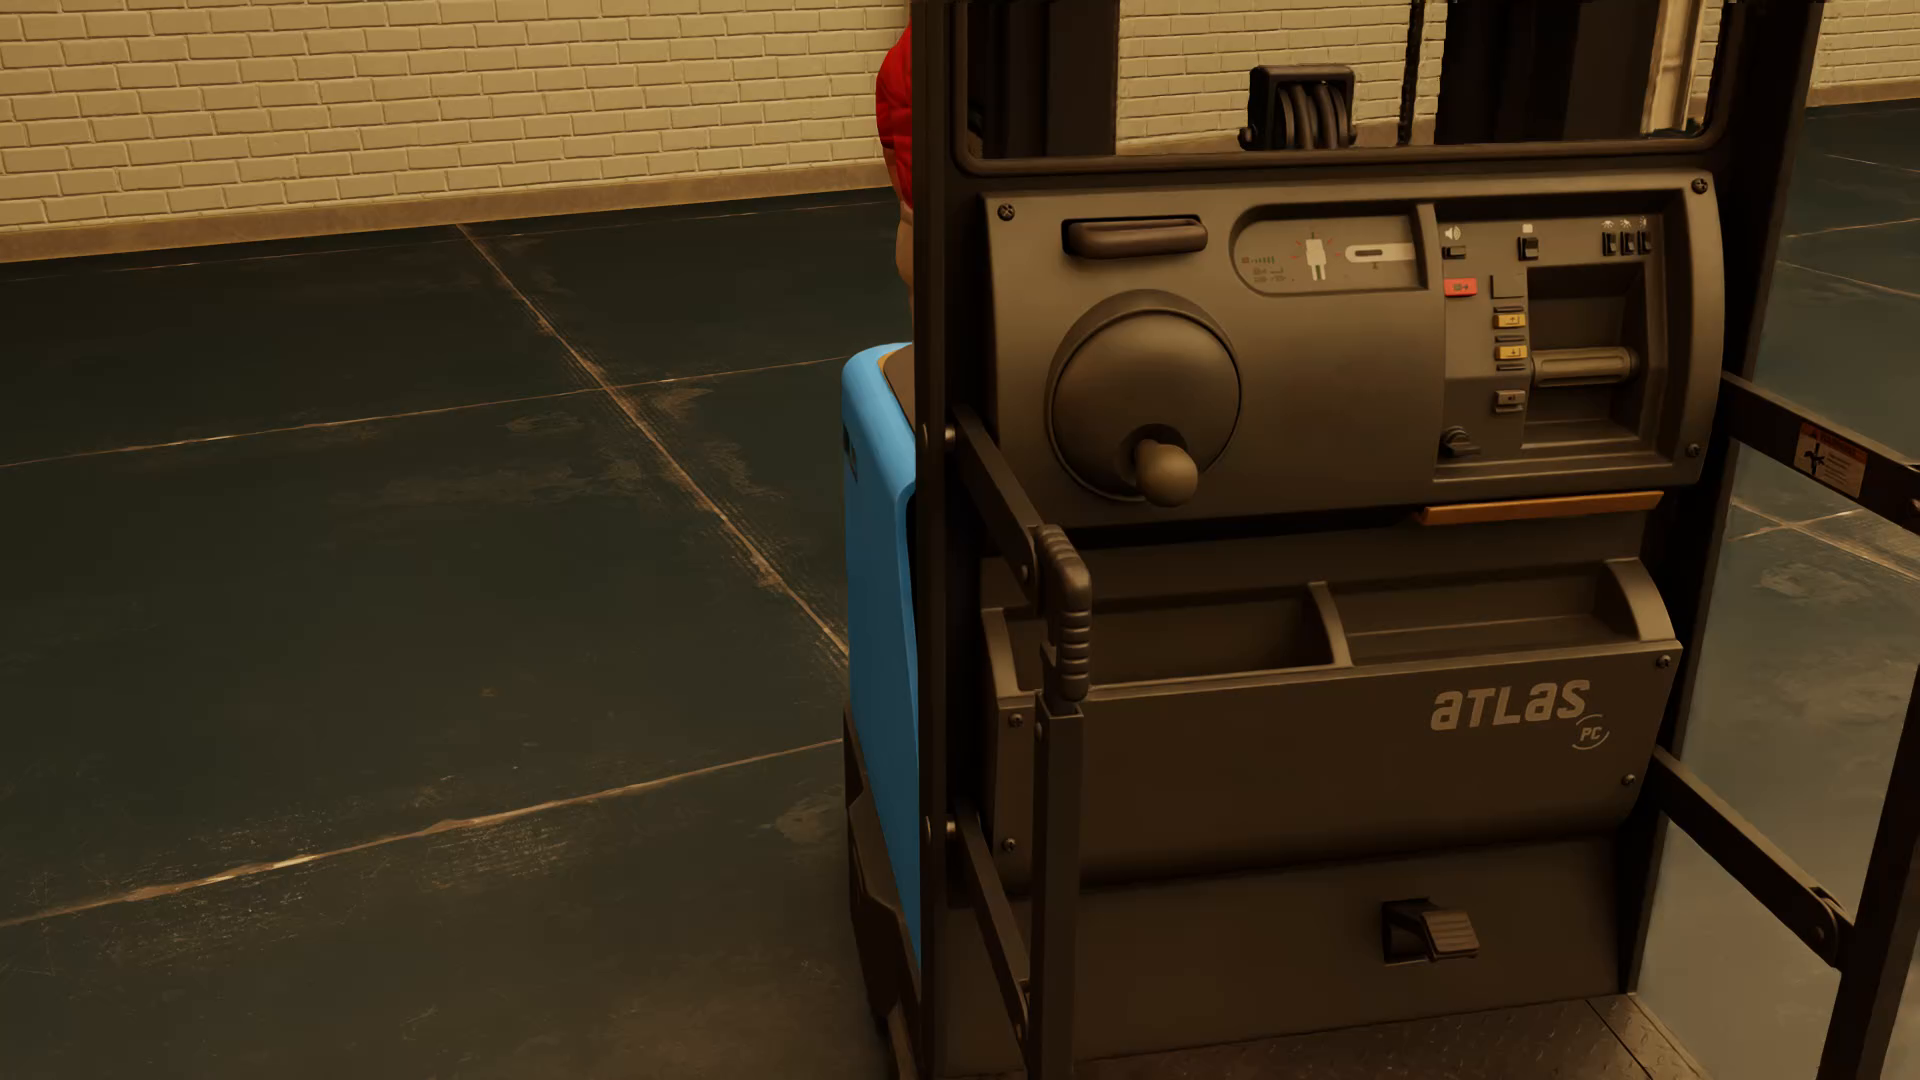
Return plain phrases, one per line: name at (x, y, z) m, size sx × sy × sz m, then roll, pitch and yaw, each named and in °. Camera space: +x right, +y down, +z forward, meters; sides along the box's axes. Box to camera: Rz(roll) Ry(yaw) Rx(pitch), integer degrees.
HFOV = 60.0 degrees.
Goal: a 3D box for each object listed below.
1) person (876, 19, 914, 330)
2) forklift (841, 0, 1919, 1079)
person at (0.086, -0.815, 4.797) m, size 0.551 × 1.727 × 0.640 m, roll -10°, pitch 25°, yaw -23°
forklift at (0.532, -0.223, 1.822) m, size 1.130 × 2.935 × 3.031 m, roll -4°, pitch 23°, yaw -10°
